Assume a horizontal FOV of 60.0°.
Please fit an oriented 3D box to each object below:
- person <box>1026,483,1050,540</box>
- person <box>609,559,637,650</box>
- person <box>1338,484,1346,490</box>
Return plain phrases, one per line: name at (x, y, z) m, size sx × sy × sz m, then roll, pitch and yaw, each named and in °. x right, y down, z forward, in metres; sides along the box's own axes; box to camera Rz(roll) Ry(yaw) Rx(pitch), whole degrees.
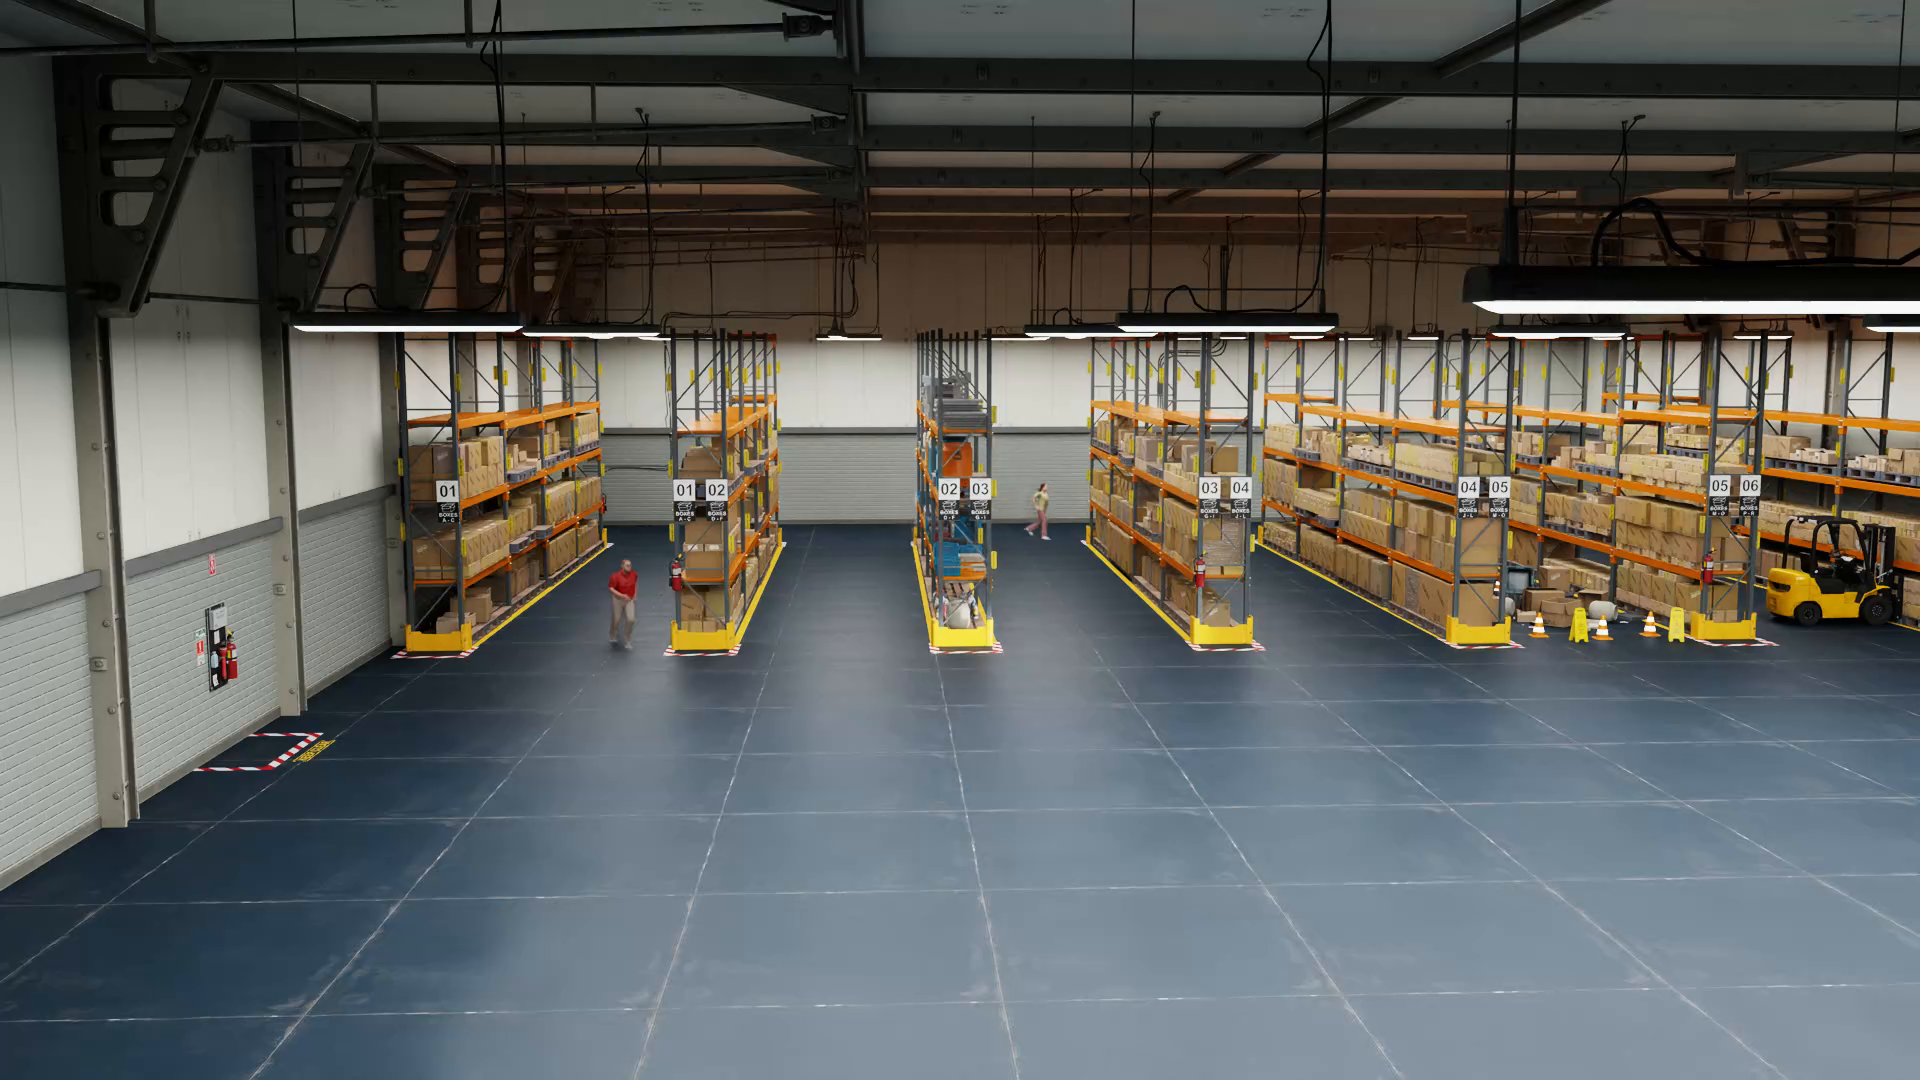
person at (2.379, -0.864, 48.984) m, size 0.897 × 1.631 × 0.611 m, roll 4°, pitch 8°, yaw 30°
person at (-6.361, 1.215, 31.451) m, size 0.640 × 1.752 × 0.887 m, roll -4°, pitch 8°, yaw -28°
person at (11.063, -0.774, 47.962) m, size 0.789 × 1.729 × 0.705 m, roll 5°, pitch 8°, yaw 34°
